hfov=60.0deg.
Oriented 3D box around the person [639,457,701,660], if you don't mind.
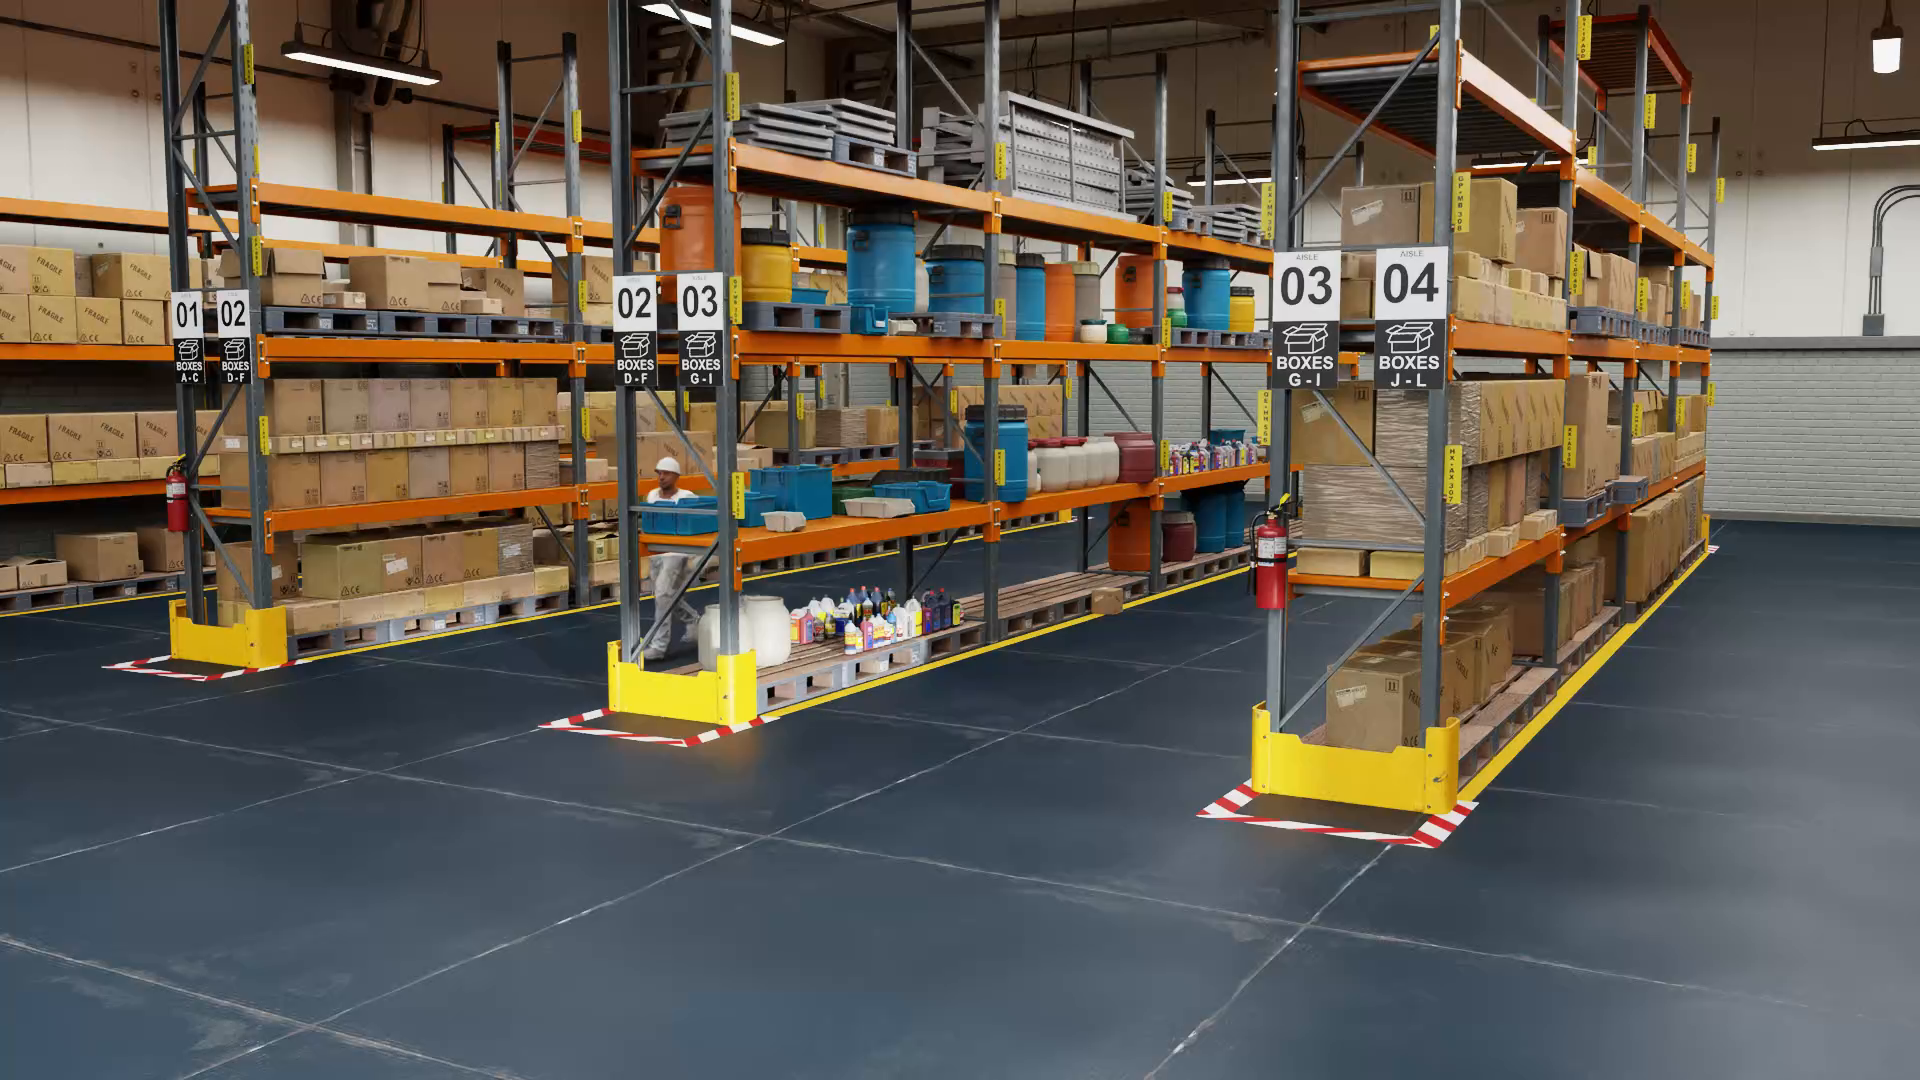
[{"bbox_3d":[-2.550,0.143,14.680,0.570,1.752,0.976,4,7,33],"label":"person"}]
